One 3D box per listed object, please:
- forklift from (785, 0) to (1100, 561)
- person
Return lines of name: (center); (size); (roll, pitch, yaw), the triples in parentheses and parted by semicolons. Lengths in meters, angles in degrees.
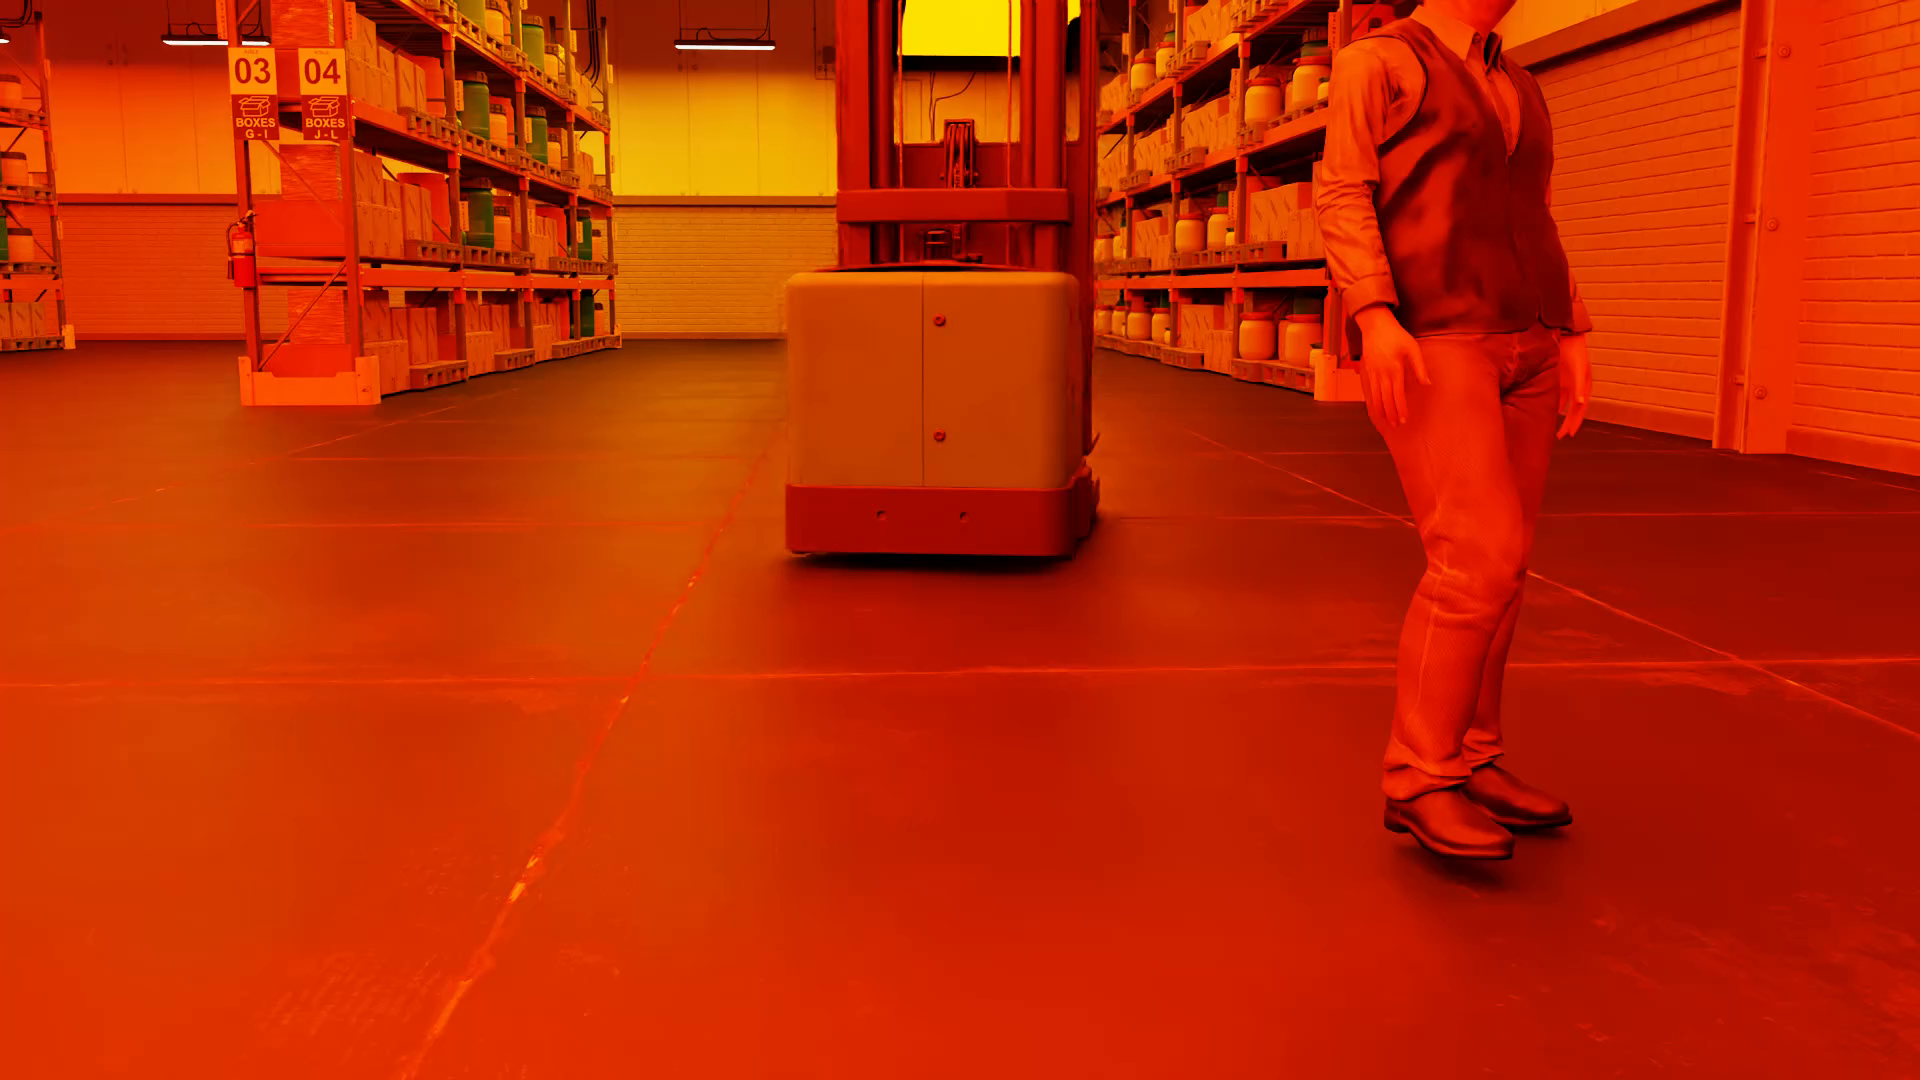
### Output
forklift: (0.055, -1.549, 7.261); (1.130, 2.935, 3.031); (1, 9, 7)
person: (0.972, -0.320, 3.060); (0.633, 1.717, 0.579); (-6, 10, -34)
